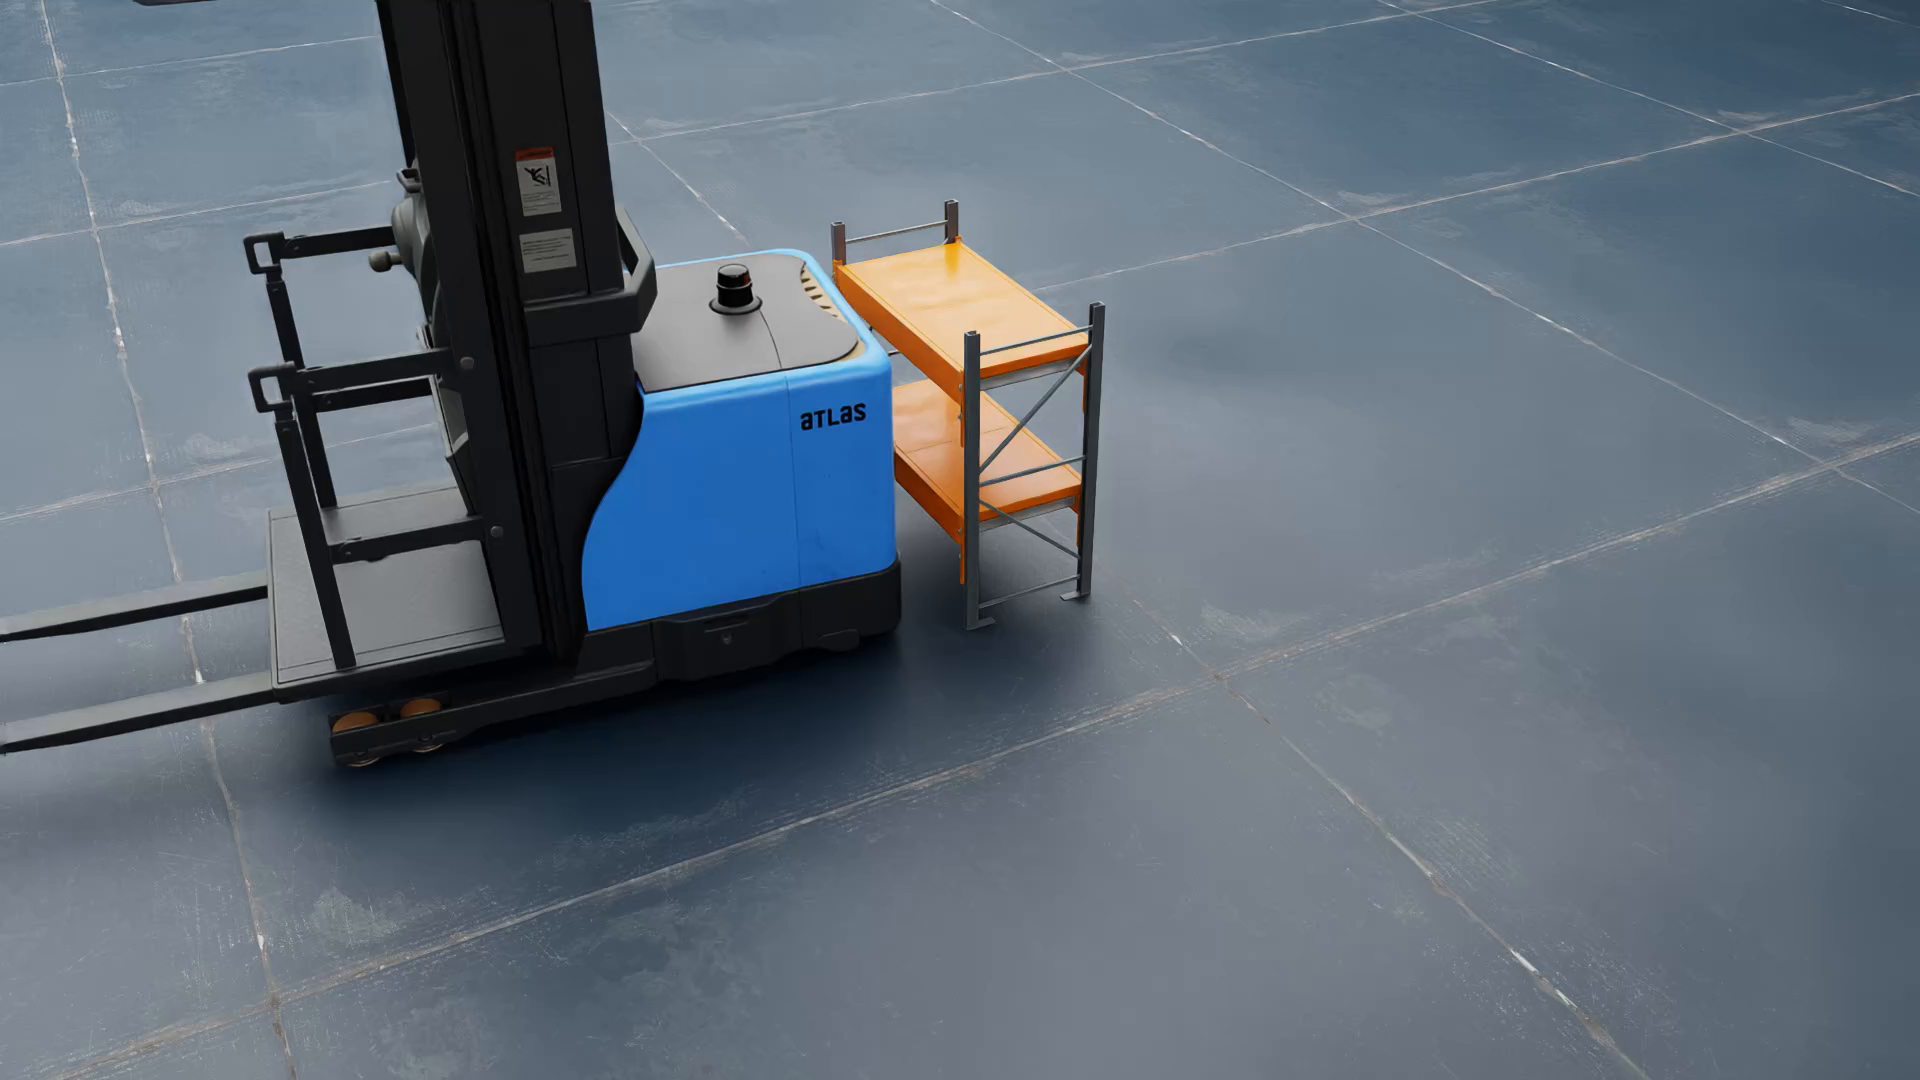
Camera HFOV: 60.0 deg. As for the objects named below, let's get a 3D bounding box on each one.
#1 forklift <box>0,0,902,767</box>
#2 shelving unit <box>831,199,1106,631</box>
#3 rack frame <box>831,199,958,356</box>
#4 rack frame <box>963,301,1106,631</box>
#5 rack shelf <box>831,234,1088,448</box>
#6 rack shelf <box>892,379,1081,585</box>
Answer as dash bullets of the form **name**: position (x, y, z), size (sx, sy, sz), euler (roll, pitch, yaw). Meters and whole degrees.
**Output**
- **forklift**: position (-1.772, -0.856, 4.868), size (3.031, 2.935, 1.130), euler (-12, 34, -17)
- **shelving unit**: position (0.003, -0.470, 5.942), size (0.538, 1.125, 1.048), euler (-16, 36, -23)
- **rack frame**: position (-0.234, -0.713, 6.320), size (0.500, 1.125, 0.032), euler (-16, 36, -23)
- **rack frame**: position (0.240, -0.228, 5.563), size (0.500, 1.125, 0.032), euler (-16, 36, -23)
- **rack shelf**: position (0.003, -0.717, 5.784), size (0.538, 0.278, 1.000), euler (-16, 36, -23)
- **rack shelf**: position (0.003, -0.265, 6.073), size (0.538, 0.278, 1.000), euler (-16, 36, -23)
